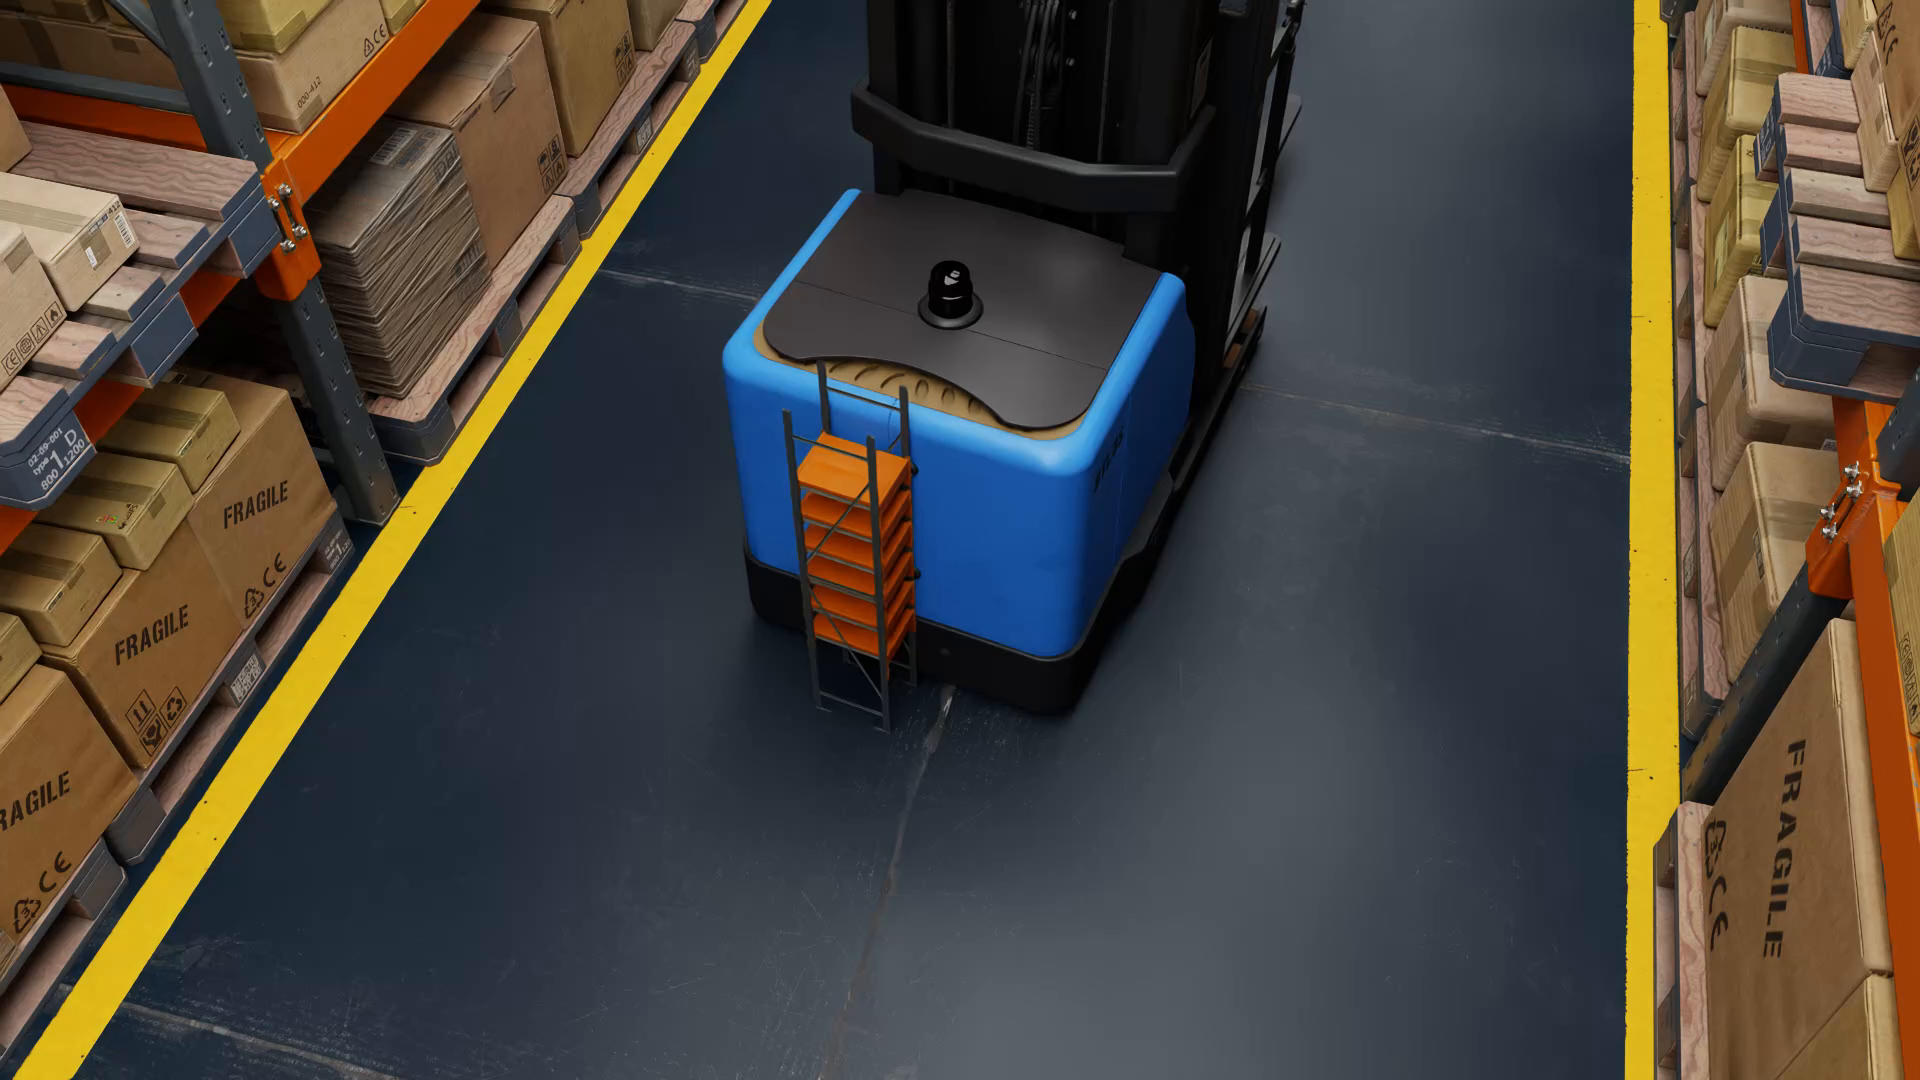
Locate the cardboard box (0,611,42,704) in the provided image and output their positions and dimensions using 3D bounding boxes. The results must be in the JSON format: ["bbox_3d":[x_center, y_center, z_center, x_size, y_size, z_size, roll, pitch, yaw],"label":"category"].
[{"bbox_3d":[-2.450,0.275,3.961,0.380,0.149,0.250,13,50,11],"label":"cardboard box"}]

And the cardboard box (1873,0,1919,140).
[{"bbox_3d":[2.469,-1.226,3.786,0.500,0.500,0.500,11,49,9],"label":"cardboard box"}]

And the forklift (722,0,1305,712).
[{"bbox_3d":[0.418,-1.605,4.712,1.130,2.935,3.031,18,51,15],"label":"forklift"}]

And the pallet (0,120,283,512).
[{"bbox_3d":[-2.408,-0.605,3.911,1.213,0.211,1.003,12,50,10],"label":"pallet"}]

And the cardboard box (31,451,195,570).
[{"bbox_3d":[-2.225,-0.088,4.282,0.380,0.149,0.250,9,49,8],"label":"cardboard box"}]

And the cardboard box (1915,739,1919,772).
[{"bbox_3d":[2.002,0.533,2.879,0.500,0.250,0.500,10,49,9],"label":"cardboard box"}]

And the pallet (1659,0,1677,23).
[{"bbox_3d":[3.687,-2.659,7.456,1.003,0.211,1.213,12,50,10],"label":"pallet"}]

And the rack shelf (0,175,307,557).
[{"bbox_3d":[-2.824,0.512,3.277,1.077,0.370,4.000,12,50,10],"label":"rack shelf"}]

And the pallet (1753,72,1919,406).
[{"bbox_3d":[2.577,-0.669,3.968,1.213,0.211,1.003,12,50,10],"label":"pallet"}]

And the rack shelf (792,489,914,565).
[{"bbox_3d":[-0.272,-0.069,4.249,0.258,0.103,0.180,18,51,15],"label":"rack shelf"}]

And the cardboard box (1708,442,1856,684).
[{"bbox_3d":[2.650,0.128,4.609,0.950,0.372,0.625,9,49,7],"label":"cardboard box"}]

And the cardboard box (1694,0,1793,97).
[{"bbox_3d":[3.409,-1.979,6.468,0.950,0.372,0.625,12,50,11],"label":"cardboard box"}]

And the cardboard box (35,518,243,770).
[{"bbox_3d":[-2.343,0.224,4.439,0.500,0.500,0.500,11,49,9],"label":"cardboard box"}]

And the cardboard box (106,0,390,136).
[{"bbox_3d":[-1.945,-1.396,4.581,0.500,0.250,0.500,12,50,10],"label":"cardboard box"}]

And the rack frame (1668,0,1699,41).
[{"bbox_3d":[3.545,-3.089,5.976,1.000,3.000,0.127,12,50,10],"label":"rack frame"}]

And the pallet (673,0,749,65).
[{"bbox_3d":[-1.401,-2.603,7.406,1.003,0.211,1.213,12,50,10],"label":"pallet"}]

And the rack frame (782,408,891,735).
[{"bbox_3d":[-0.309,0.124,4.341,0.240,1.200,0.006,18,51,15],"label":"rack frame"}]

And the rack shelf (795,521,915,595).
[{"bbox_3d":[-0.272,0.011,4.339,0.258,0.103,0.180,18,51,15],"label":"rack shelf"}]

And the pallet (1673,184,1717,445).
[{"bbox_3d":[3.022,-0.718,5.743,1.003,0.211,1.213,12,50,10],"label":"pallet"}]

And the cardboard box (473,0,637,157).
[{"bbox_3d":[-1.779,-1.936,6.261,0.875,0.625,0.625,10,49,8],"label":"cardboard box"}]

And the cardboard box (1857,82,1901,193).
[{"bbox_3d":[2.375,-0.934,3.962,0.380,0.149,0.250,11,50,10],"label":"cardboard box"}]

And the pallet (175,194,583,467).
[{"bbox_3d":[-2.043,-0.838,5.849,1.003,0.211,1.213,12,50,10],"label":"pallet"}]

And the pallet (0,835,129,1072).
[{"bbox_3d":[-2.854,1.162,4.083,1.003,0.211,1.213,12,50,10],"label":"pallet"}]

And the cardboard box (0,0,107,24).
[{"bbox_3d":[-2.448,-1.668,4.488,0.500,0.250,0.500,13,50,11],"label":"cardboard box"}]

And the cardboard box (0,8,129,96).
[{"bbox_3d":[-2.426,-1.499,4.672,0.500,0.250,0.500,11,49,9],"label":"cardboard box"}]

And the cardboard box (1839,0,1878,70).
[{"bbox_3d":[2.508,-1.317,4.299,0.380,0.149,0.250,12,50,11],"label":"cardboard box"}]

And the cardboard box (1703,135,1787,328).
[{"bbox_3d":[3.042,-0.955,5.565,0.950,0.372,0.625,13,50,11],"label":"cardboard box"}]

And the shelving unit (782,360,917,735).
[{"bbox_3d":[-0.272,0.061,4.396,0.258,1.200,0.189,18,51,15],"label":"shelving unit"}]

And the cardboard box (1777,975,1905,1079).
[{"bbox_3d":[1.991,1.496,3.066,0.875,0.875,0.875,12,50,10],"label":"cardboard box"}]

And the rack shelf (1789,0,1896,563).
[{"bbox_3d":[3.018,-1.404,4.969,1.077,0.370,4.000,12,50,10],"label":"rack shelf"}]

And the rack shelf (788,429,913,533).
[{"bbox_3d":[-0.272,-0.148,4.159,0.258,0.103,0.180,18,51,15],"label":"rack shelf"}]

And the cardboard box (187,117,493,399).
[{"bbox_3d":[-2.120,-0.974,5.413,0.875,0.625,0.625,13,50,11],"label":"cardboard box"}]

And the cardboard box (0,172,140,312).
[{"bbox_3d":[-2.100,-0.678,3.735,0.380,0.149,0.250,12,50,11],"label":"cardboard box"}]

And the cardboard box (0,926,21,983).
[{"bbox_3d":[-2.597,0.982,3.770,0.500,0.500,0.500,10,49,9],"label":"cardboard box"}]
